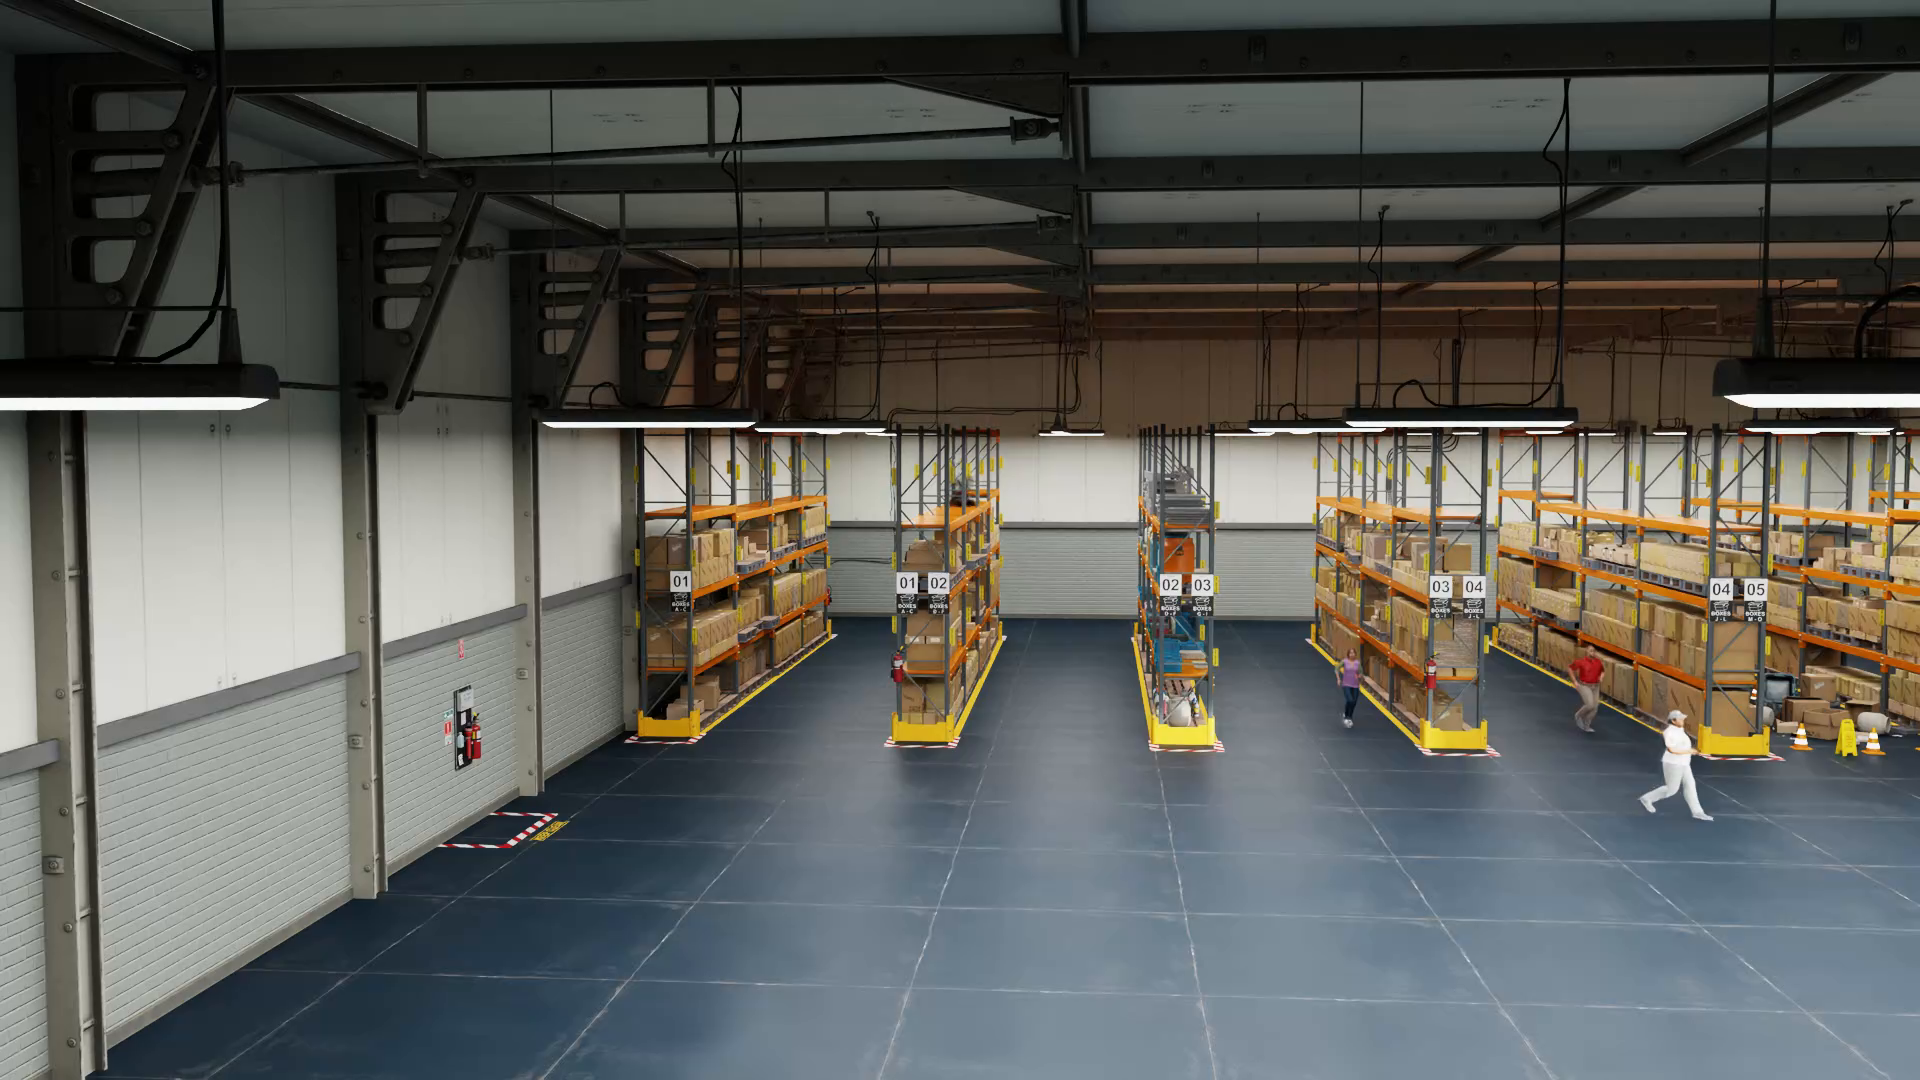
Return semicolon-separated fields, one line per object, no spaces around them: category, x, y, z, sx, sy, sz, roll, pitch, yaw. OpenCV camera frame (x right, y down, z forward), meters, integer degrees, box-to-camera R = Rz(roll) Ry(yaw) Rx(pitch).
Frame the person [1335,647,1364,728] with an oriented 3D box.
person;7.723;2.917;32.898;0.508;1.587;0.657;0;3;-4

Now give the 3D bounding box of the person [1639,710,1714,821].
person;10.757;3.359;24.921;1.021;1.627;0.619;3;4;36

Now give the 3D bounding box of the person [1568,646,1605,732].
person;12.282;2.902;32.397;0.668;1.684;0.594;-1;4;-14
